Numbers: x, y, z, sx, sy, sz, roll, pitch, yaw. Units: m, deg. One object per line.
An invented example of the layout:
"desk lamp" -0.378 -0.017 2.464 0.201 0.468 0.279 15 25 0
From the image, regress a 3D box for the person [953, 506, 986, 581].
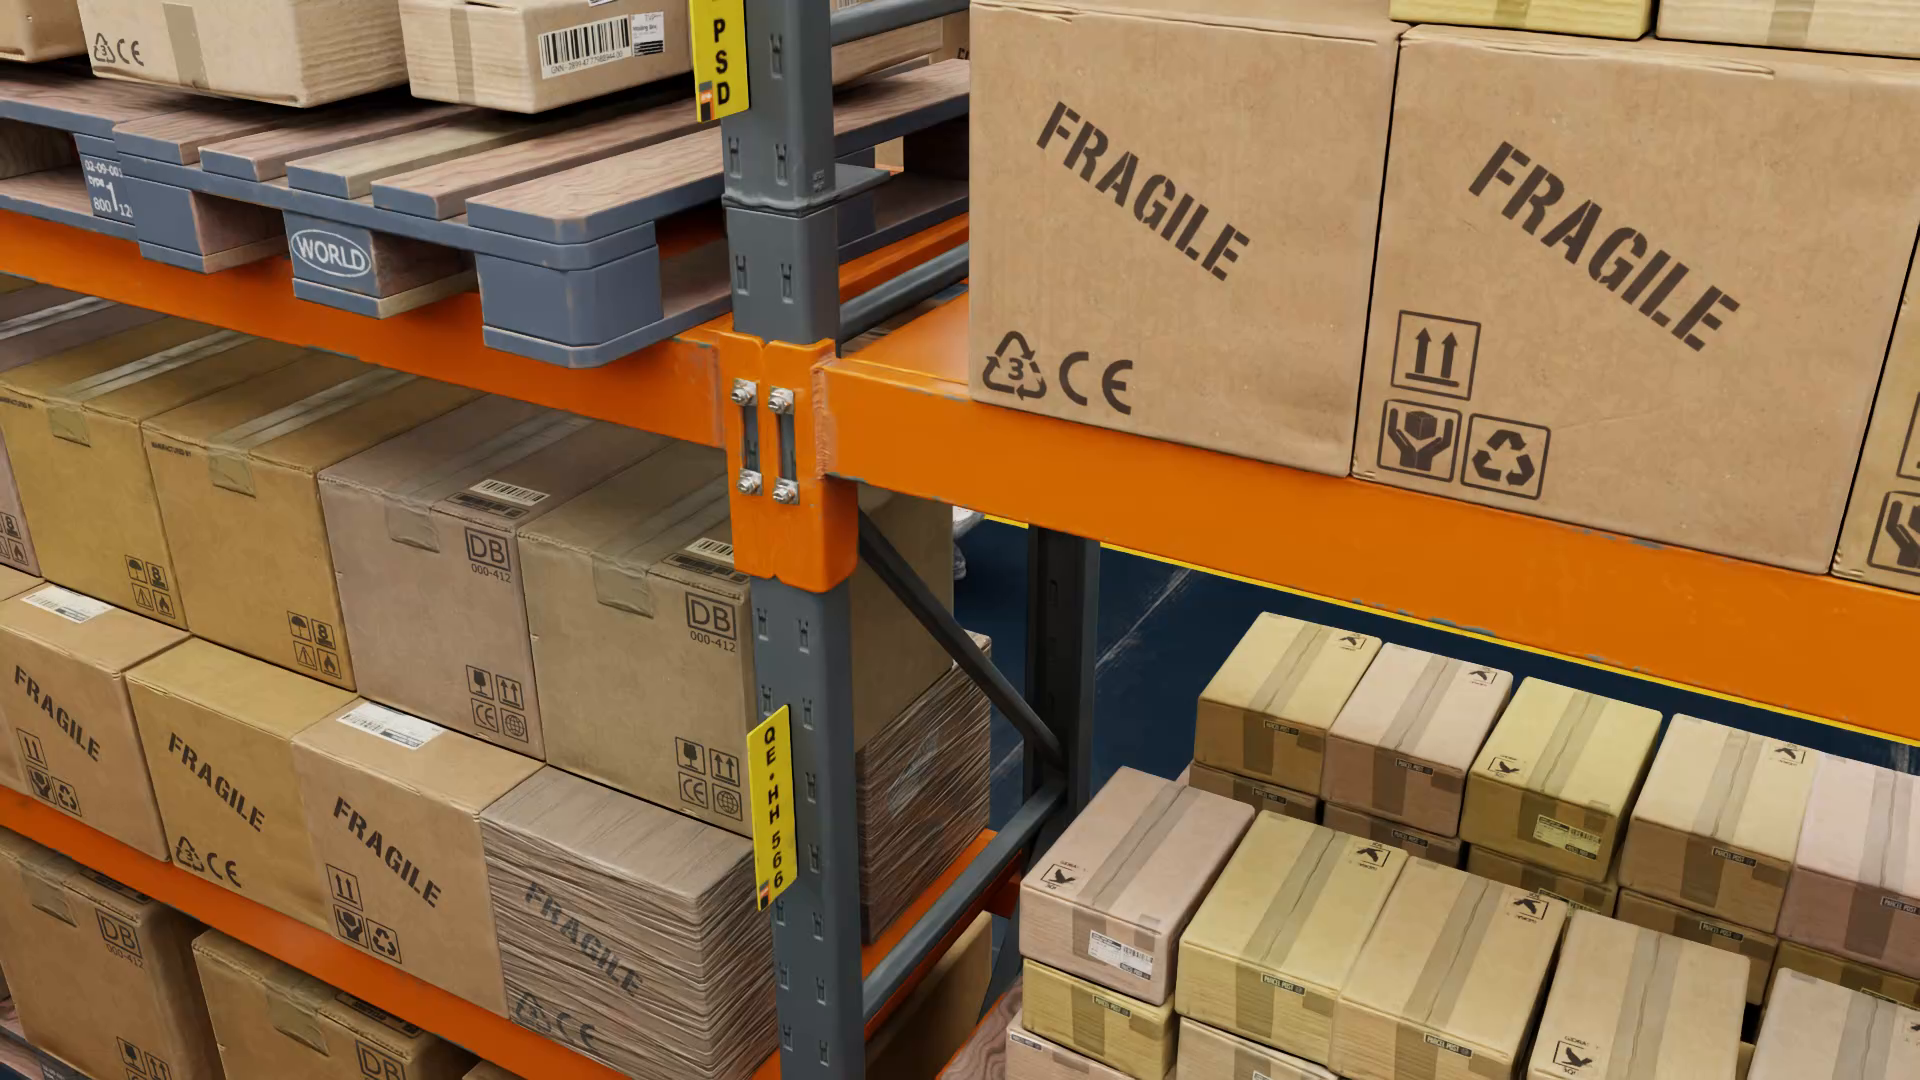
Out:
"person" -0.312 -0.221 7.548 0.919 0.879 0.531 14 30 26
